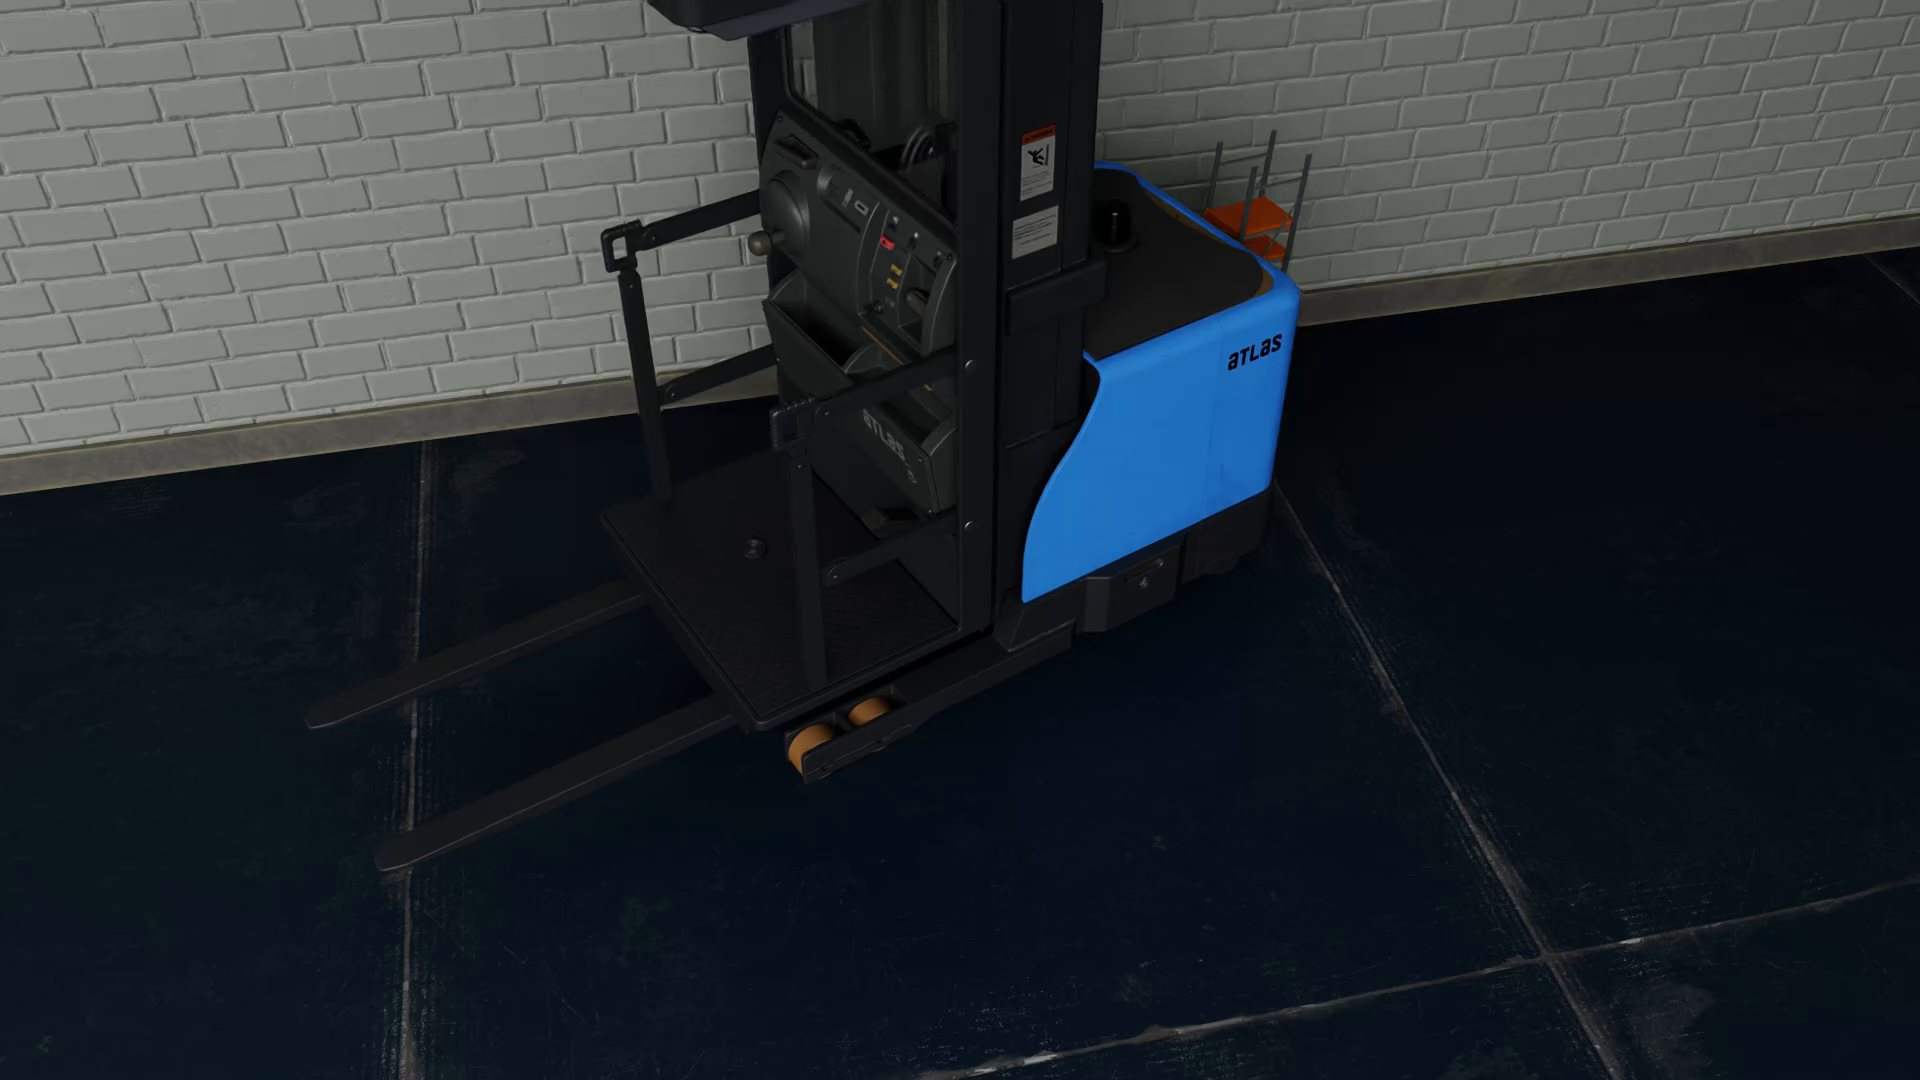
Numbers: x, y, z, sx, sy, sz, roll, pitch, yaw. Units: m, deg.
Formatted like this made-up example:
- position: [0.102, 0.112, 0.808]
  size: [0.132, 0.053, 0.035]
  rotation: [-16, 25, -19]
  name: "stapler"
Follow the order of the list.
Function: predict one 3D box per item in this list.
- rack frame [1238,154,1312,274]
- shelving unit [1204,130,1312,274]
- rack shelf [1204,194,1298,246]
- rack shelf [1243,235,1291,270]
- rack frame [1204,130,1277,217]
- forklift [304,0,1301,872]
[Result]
- position: [0.988, -0.747, 5.675]
  size: [0.240, 1.200, 0.006]
  rotation: [-17, 44, -24]
  name: "rack frame"
- position: [0.943, -0.800, 5.734]
  size: [0.258, 1.200, 0.189]
  rotation: [-17, 44, -24]
  name: "shelving unit"
- position: [0.963, -1.043, 5.533]
  size: [0.258, 0.103, 0.180]
  rotation: [-17, 44, -24]
  name: "rack shelf"
- position: [0.956, -0.950, 5.610]
  size: [0.258, 0.103, 0.180]
  rotation: [-17, 44, -24]
  name: "rack shelf"
- position: [0.898, -0.853, 5.794]
  size: [0.240, 1.200, 0.006]
  rotation: [-17, 44, -24]
  name: "rack frame"
- position: [-0.464, -0.787, 4.429]
  size: [3.031, 2.935, 1.130]
  rotation: [-24, 47, -24]
  name: "forklift"
